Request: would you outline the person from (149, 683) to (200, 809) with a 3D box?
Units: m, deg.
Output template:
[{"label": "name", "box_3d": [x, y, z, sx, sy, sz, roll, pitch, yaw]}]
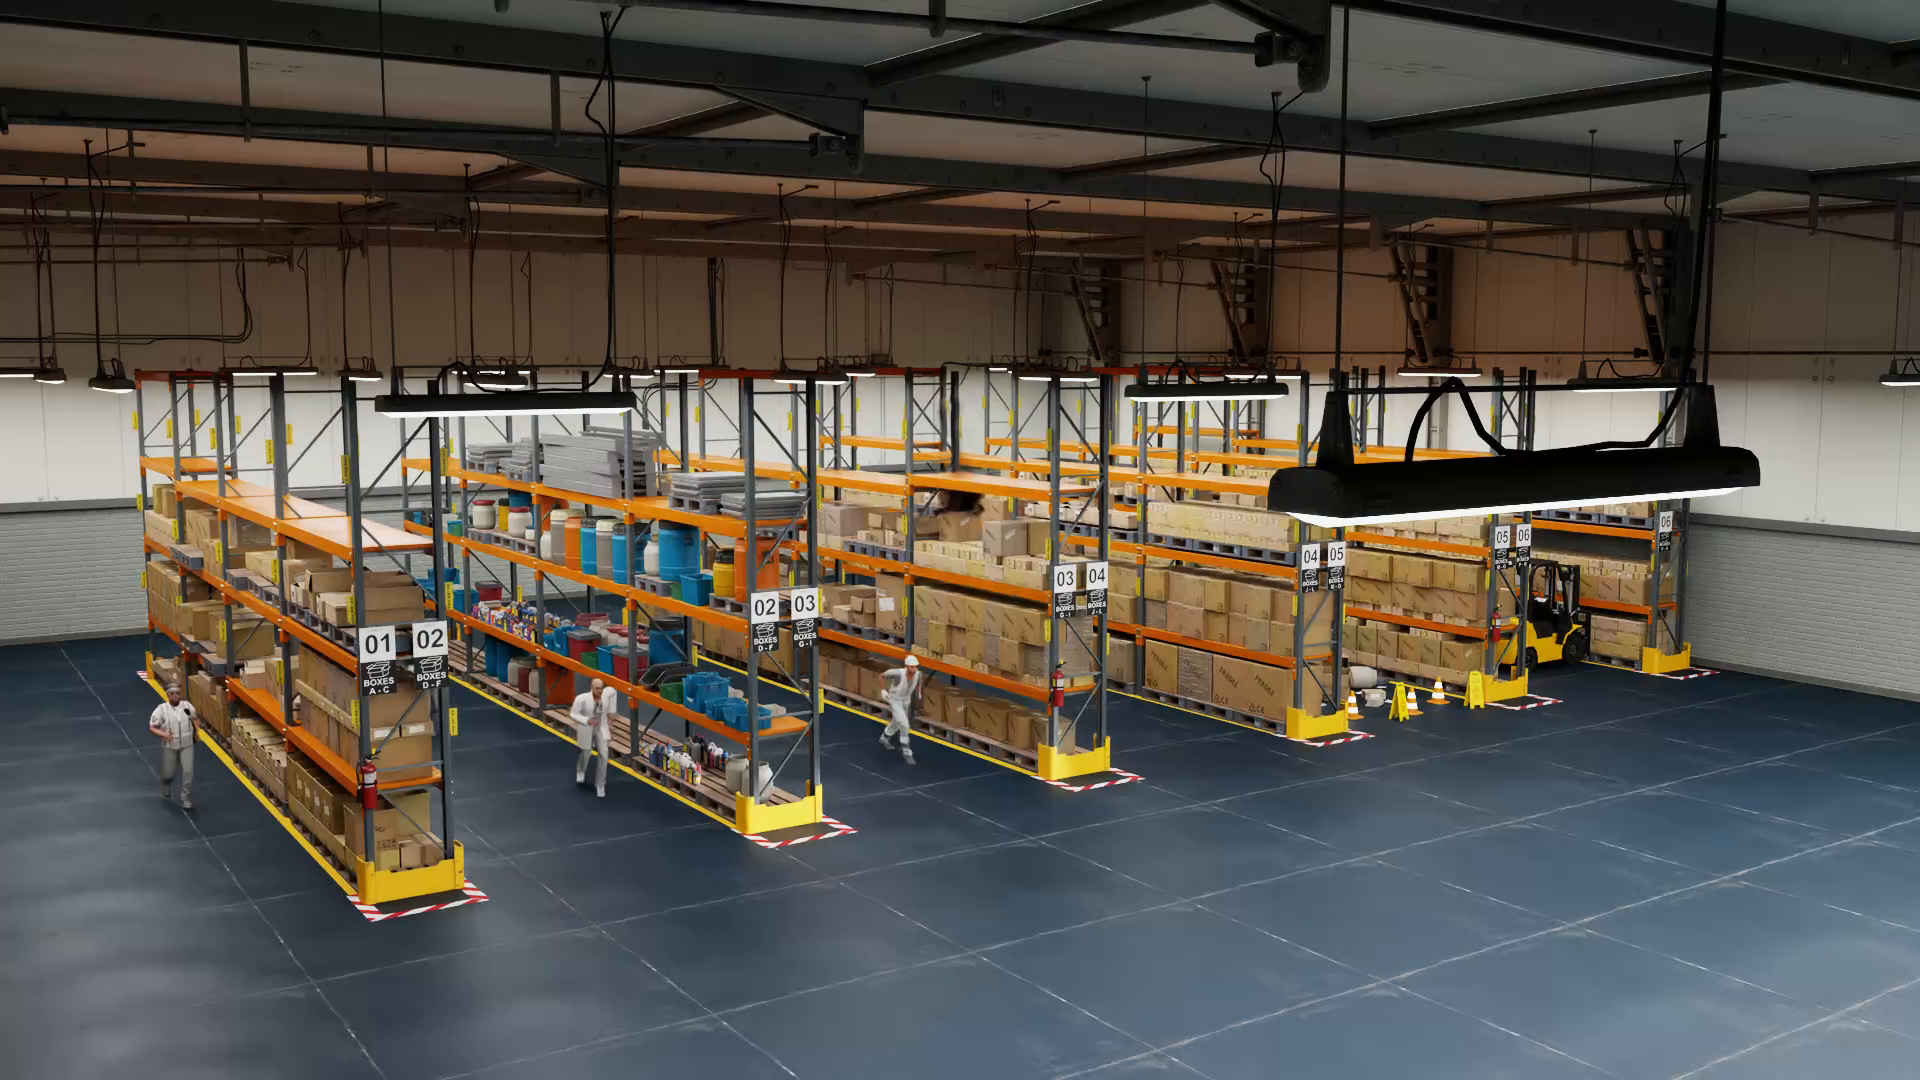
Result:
[{"label": "person", "box_3d": [-10.940, 2.844, 23.236, 0.674, 1.740, 0.782, -5, 8, -38]}]

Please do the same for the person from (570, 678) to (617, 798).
[{"label": "person", "box_3d": [-5.330, 2.804, 24.052, 0.748, 1.758, 1.063, -4, 8, -31]}]

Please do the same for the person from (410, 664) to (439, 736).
[{"label": "person", "box_3d": [-8.812, 2.411, 27.594, 0.616, 1.659, 0.554, -4, 8, -35]}]

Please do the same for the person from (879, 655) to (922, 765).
[{"label": "person", "box_3d": [-0.971, 2.600, 25.875, 0.706, 1.732, 1.054, -5, 8, -35]}]
